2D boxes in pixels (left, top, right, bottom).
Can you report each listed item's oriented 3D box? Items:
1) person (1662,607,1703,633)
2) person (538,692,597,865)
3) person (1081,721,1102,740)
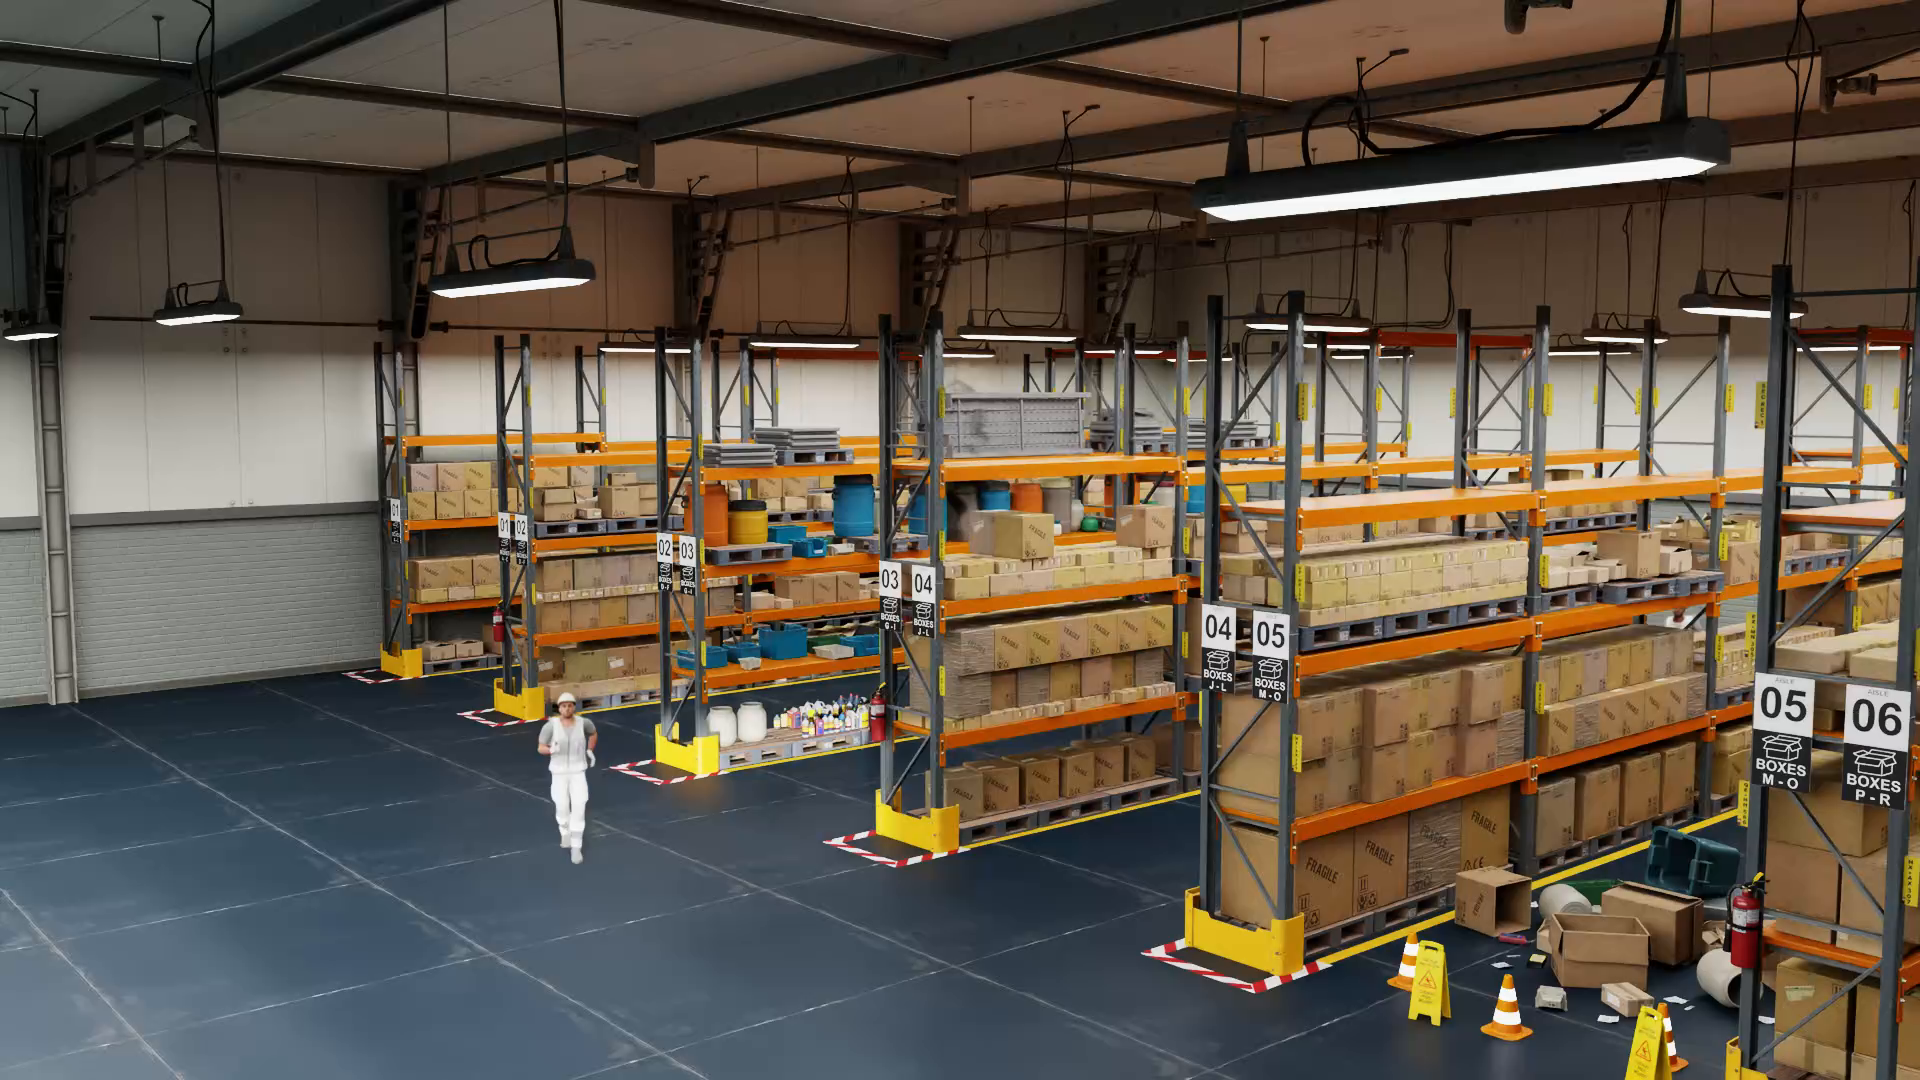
[{"bbox_3d":[11.742,1.839,27.114,0.711,1.733,0.562,4,7,40],"label":"person"},{"bbox_3d":[-4.316,2.583,18.329,0.639,1.819,0.828,-1,5,-13],"label":"person"},{"bbox_3d":[1.883,2.188,23.750,0.577,1.680,0.711,4,7,38],"label":"person"}]
